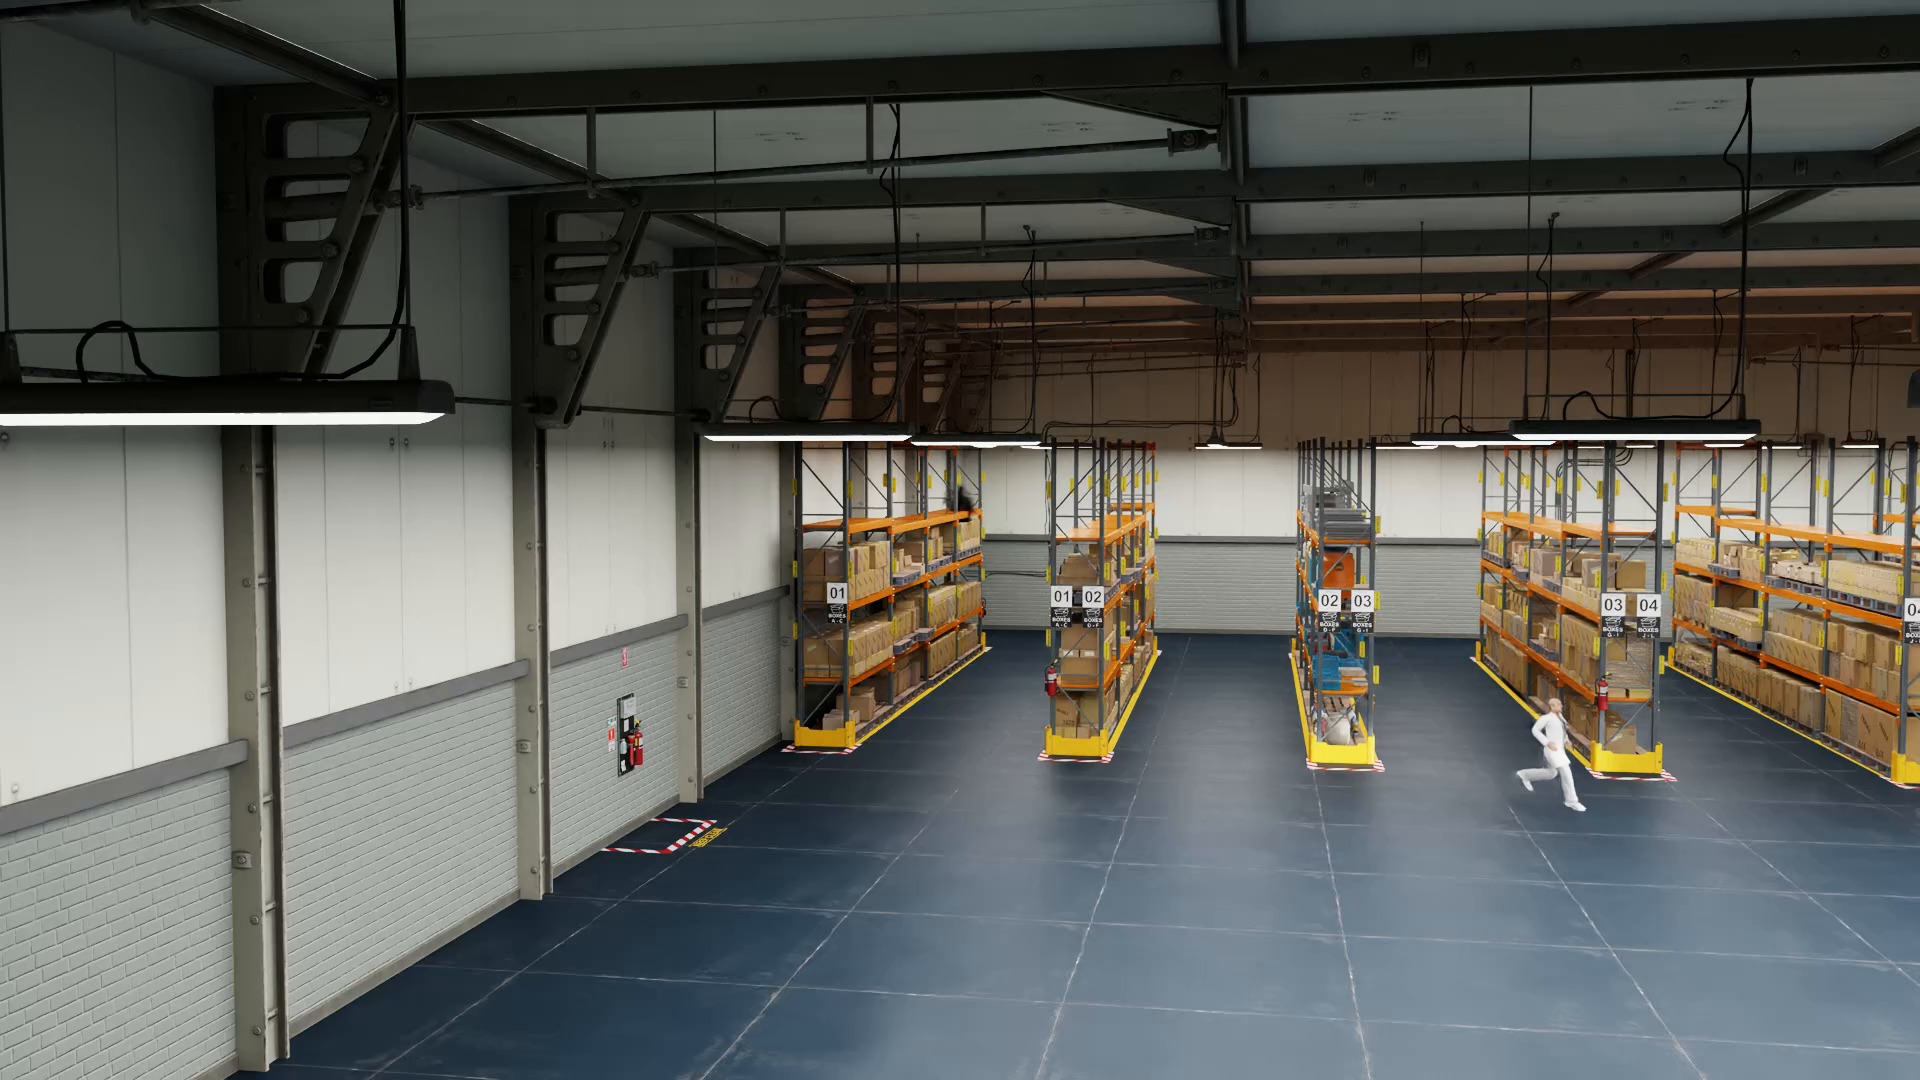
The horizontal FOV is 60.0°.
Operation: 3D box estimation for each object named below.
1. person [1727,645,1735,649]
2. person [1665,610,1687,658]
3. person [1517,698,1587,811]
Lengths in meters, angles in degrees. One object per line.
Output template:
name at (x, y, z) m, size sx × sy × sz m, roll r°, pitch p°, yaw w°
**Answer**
person at (20.862, 2.480, 45.203) m, size 0.753 × 1.643 × 1.072 m, roll -1°, pitch 3°, yaw -13°
person at (19.953, 2.394, 46.132) m, size 0.954 × 1.719 × 0.665 m, roll -1°, pitch 3°, yaw -13°
person at (9.619, 3.445, 26.895) m, size 1.084 × 1.769 × 0.681 m, roll 2°, pitch 4°, yaw 37°
